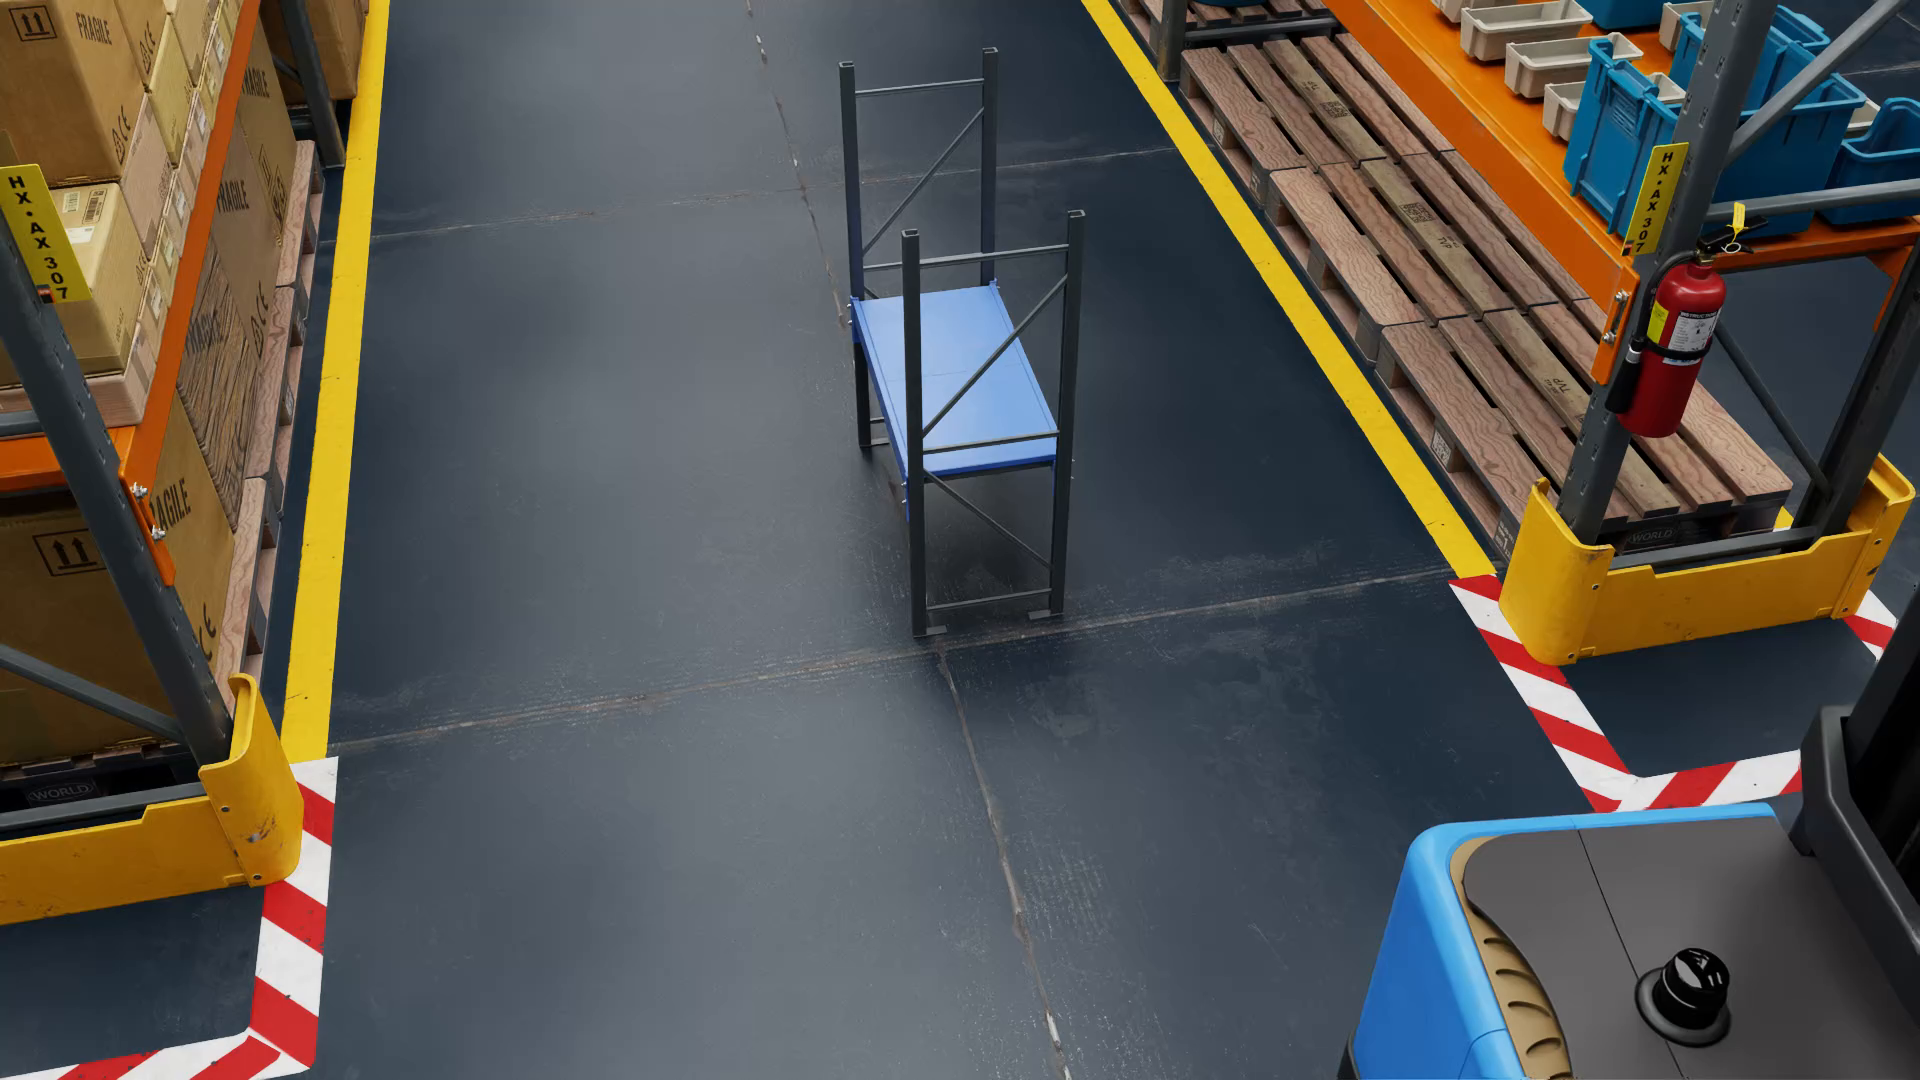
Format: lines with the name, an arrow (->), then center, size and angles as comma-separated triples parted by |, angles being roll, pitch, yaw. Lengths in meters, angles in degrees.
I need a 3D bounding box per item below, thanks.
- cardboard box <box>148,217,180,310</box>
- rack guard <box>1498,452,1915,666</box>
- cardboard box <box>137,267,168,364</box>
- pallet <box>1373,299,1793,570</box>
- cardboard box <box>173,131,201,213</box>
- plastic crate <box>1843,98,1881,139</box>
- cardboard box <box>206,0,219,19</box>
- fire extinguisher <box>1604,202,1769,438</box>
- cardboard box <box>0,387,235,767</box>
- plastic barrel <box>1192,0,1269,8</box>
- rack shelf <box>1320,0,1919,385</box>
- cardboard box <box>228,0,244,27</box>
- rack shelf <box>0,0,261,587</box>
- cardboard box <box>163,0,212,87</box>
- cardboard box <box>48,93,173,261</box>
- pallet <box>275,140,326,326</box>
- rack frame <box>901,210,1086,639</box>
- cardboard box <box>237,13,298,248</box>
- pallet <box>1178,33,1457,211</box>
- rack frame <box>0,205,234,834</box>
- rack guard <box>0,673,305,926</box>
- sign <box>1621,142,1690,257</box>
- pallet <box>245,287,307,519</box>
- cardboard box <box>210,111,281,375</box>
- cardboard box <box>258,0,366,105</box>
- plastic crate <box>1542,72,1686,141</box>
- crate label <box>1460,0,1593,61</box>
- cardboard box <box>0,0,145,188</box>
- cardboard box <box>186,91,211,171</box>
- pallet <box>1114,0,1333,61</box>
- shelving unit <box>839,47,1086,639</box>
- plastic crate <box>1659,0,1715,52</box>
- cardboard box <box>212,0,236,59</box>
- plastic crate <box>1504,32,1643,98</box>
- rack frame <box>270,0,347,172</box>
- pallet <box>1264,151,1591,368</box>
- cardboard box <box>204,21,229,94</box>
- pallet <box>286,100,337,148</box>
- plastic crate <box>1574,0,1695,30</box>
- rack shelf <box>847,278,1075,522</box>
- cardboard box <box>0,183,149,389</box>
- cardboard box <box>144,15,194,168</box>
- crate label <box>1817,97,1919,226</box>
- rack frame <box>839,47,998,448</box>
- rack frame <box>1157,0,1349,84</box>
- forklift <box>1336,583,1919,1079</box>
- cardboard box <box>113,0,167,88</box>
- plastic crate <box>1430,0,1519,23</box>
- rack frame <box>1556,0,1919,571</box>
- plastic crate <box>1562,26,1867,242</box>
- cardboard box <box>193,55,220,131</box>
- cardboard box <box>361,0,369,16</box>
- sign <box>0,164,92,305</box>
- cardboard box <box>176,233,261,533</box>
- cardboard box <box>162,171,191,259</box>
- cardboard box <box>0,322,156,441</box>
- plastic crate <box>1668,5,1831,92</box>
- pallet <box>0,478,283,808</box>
cardboard box -> -2.344, -0.726, 4.497 | 0.380, 0.149, 0.250 | -9, 42, -10
rack guard -> 2.377, 0.028, 5.341 | 1.175, 0.500, 0.348 | -8, 42, -9
cardboard box -> -2.288, -0.560, 4.310 | 0.380, 0.149, 0.250 | -9, 42, -10
pallet -> 2.219, -0.417, 6.061 | 1.003, 0.211, 1.213 | -8, 42, -9
cardboard box -> -2.455, -1.060, 4.873 | 0.380, 0.149, 0.250 | -9, 42, -10
plastic crate -> 2.639, -1.271, 5.076 | 0.250, 0.136, 0.298 | -8, 42, -9
cardboard box -> -2.765, -1.944, 5.569 | 0.500, 0.250, 0.500 | -8, 42, -8
fire extinguisher -> 1.948, -0.589, 4.493 | 0.296, 0.674, 0.183 | -8, 42, -9
cardboard box -> -2.693, 0.024, 4.748 | 0.875, 0.875, 0.875 | -8, 42, -9
plastic barrel -> 1.395, -3.240, 8.405 | 0.600, 0.901, 0.708 | -8, 42, -9
rack shelf -> 1.927, -1.947, 6.226 | 1.077, 0.370, 4.000 | -8, 42, -9
cardboard box -> -2.732, -1.892, 5.811 | 0.380, 0.149, 0.250 | -8, 42, -8
rack shelf -> -2.909, -1.238, 5.427 | 1.077, 0.370, 4.000 | -8, 42, -9
cardboard box -> -2.658, -1.615, 5.199 | 0.500, 0.250, 0.500 | -9, 42, -10
cardboard box -> -2.436, -0.951, 4.451 | 0.500, 0.250, 0.500 | -9, 42, -10
pallet -> -3.253, -1.256, 7.006 | 1.003, 0.211, 1.213 | -8, 42, -9
rack frame -> 0.091, -0.287, 4.943 | 0.500, 1.500, 0.032 | -8, 42, -9
cardboard box -> -3.276, -1.726, 6.719 | 0.875, 0.875, 0.875 | -8, 42, -9
pallet -> 1.692, -1.999, 7.843 | 1.003, 0.211, 1.213 | -8, 42, -9
rack frame -> -2.477, -0.210, 3.727 | 1.000, 3.000, 0.127 | -8, 42, -9
rack guard -> -2.472, 0.740, 4.540 | 1.175, 0.500, 0.348 | -8, 42, -9
sign -> 1.825, -0.892, 4.372 | 0.100, 0.325, 0.005 | -8, 42, -9
pallet -> -2.986, -0.464, 6.114 | 1.003, 0.211, 1.213 | -8, 42, -9
cardboard box -> -3.082, -1.143, 6.062 | 0.875, 0.875, 0.875 | -8, 42, -9
cardboard box -> -3.498, -2.578, 7.678 | 1.225, 0.875, 0.875 | -8, 42, -9
plastic crate -> 2.006, -1.347, 5.161 | 0.396, 0.136, 0.243 | -8, 42, -9
crate label -> 1.874, -1.714, 5.574 | 0.396, 0.136, 0.243 | -8, 42, -9
cardboard box -> -2.425, -1.220, 4.189 | 0.500, 0.500, 0.500 | -9, 42, -10
cardboard box -> -2.511, -1.227, 5.062 | 0.380, 0.149, 0.250 | -9, 42, -10
pallet -> 1.370, -2.976, 8.944 | 1.003, 0.211, 1.213 | -8, 42, -9
shelving unit -> -0.018, -0.616, 5.314 | 0.538, 1.500, 1.048 | -8, 42, -9
plastic crate -> 2.492, -1.711, 5.571 | 0.250, 0.136, 0.298 | -8, 42, -9
cardboard box -> -2.677, -1.726, 5.624 | 0.380, 0.149, 0.250 | -9, 42, -10
plastic crate -> 1.958, -1.537, 5.375 | 0.396, 0.136, 0.243 | -8, 42, -9
rack frame -> -3.341, -2.803, 6.648 | 1.000, 3.000, 0.127 | -8, 42, -9
pallet -> 1.959, -1.207, 6.950 | 1.003, 0.211, 1.213 | -8, 42, -9
cardboard box -> -2.623, -1.560, 5.438 | 0.380, 0.149, 0.250 | -8, 42, -9
pallet -> -3.581, -2.250, 8.125 | 1.003, 0.211, 1.213 | -8, 42, -9
plastic crate -> 2.343, -1.941, 5.758 | 0.416, 0.233, 0.300 | -8, 42, -9
rack shelf -> -0.018, -0.482, 5.434 | 0.538, 0.185, 1.000 | -8, 42, -9
cardboard box -> -2.317, -0.615, 4.073 | 0.500, 0.250, 0.500 | -9, 42, -10
cardboard box -> -2.541, -1.278, 4.819 | 0.500, 0.250, 0.500 | -10, 43, -11
crate label -> 2.627, -1.087, 4.796 | 0.416, 0.233, 0.303 | -8, 42, -9
rack frame -> -0.128, -0.946, 5.686 | 0.500, 1.500, 0.032 | -8, 42, -9
rack frame -> 1.496, -3.513, 7.448 | 1.000, 3.000, 0.127 | -8, 42, -9
forklift -> 2.460, 0.540, 2.933 | 3.031, 2.935, 1.130 | -3, 42, -4
cardboard box -> -2.543, -1.555, 4.566 | 0.500, 0.500, 0.500 | -9, 42, -10
plastic crate -> 1.792, -1.903, 5.787 | 0.298, 0.136, 0.250 | -8, 42, -9
rack frame -> 2.359, -0.920, 4.527 | 1.000, 3.000, 0.127 | -8, 42, -9
plastic crate -> 2.104, -1.146, 4.710 | 0.616, 0.435, 0.499 | -8, 42, -9
cardboard box -> -2.565, -1.391, 5.246 | 0.380, 0.149, 0.250 | -9, 42, -10
cardboard box -> -3.692, -3.157, 8.331 | 1.225, 0.875, 0.875 | -10, 43, -11
sign -> -1.934, -0.639, 3.499 | 0.100, 0.325, 0.005 | -8, 42, -9
cardboard box -> -2.890, -0.566, 5.412 | 0.875, 0.875, 0.875 | -8, 42, -9
cardboard box -> -2.401, -0.895, 4.688 | 0.380, 0.149, 0.250 | -9, 42, -10
cardboard box -> -2.232, -0.394, 4.123 | 0.380, 0.149, 0.250 | -8, 42, -9
plastic crate -> 2.485, -1.514, 5.277 | 0.416, 0.233, 0.300 | -8, 42, -9
pallet -> -2.726, 0.325, 5.224 | 1.003, 0.211, 1.213 | -8, 42, -9
